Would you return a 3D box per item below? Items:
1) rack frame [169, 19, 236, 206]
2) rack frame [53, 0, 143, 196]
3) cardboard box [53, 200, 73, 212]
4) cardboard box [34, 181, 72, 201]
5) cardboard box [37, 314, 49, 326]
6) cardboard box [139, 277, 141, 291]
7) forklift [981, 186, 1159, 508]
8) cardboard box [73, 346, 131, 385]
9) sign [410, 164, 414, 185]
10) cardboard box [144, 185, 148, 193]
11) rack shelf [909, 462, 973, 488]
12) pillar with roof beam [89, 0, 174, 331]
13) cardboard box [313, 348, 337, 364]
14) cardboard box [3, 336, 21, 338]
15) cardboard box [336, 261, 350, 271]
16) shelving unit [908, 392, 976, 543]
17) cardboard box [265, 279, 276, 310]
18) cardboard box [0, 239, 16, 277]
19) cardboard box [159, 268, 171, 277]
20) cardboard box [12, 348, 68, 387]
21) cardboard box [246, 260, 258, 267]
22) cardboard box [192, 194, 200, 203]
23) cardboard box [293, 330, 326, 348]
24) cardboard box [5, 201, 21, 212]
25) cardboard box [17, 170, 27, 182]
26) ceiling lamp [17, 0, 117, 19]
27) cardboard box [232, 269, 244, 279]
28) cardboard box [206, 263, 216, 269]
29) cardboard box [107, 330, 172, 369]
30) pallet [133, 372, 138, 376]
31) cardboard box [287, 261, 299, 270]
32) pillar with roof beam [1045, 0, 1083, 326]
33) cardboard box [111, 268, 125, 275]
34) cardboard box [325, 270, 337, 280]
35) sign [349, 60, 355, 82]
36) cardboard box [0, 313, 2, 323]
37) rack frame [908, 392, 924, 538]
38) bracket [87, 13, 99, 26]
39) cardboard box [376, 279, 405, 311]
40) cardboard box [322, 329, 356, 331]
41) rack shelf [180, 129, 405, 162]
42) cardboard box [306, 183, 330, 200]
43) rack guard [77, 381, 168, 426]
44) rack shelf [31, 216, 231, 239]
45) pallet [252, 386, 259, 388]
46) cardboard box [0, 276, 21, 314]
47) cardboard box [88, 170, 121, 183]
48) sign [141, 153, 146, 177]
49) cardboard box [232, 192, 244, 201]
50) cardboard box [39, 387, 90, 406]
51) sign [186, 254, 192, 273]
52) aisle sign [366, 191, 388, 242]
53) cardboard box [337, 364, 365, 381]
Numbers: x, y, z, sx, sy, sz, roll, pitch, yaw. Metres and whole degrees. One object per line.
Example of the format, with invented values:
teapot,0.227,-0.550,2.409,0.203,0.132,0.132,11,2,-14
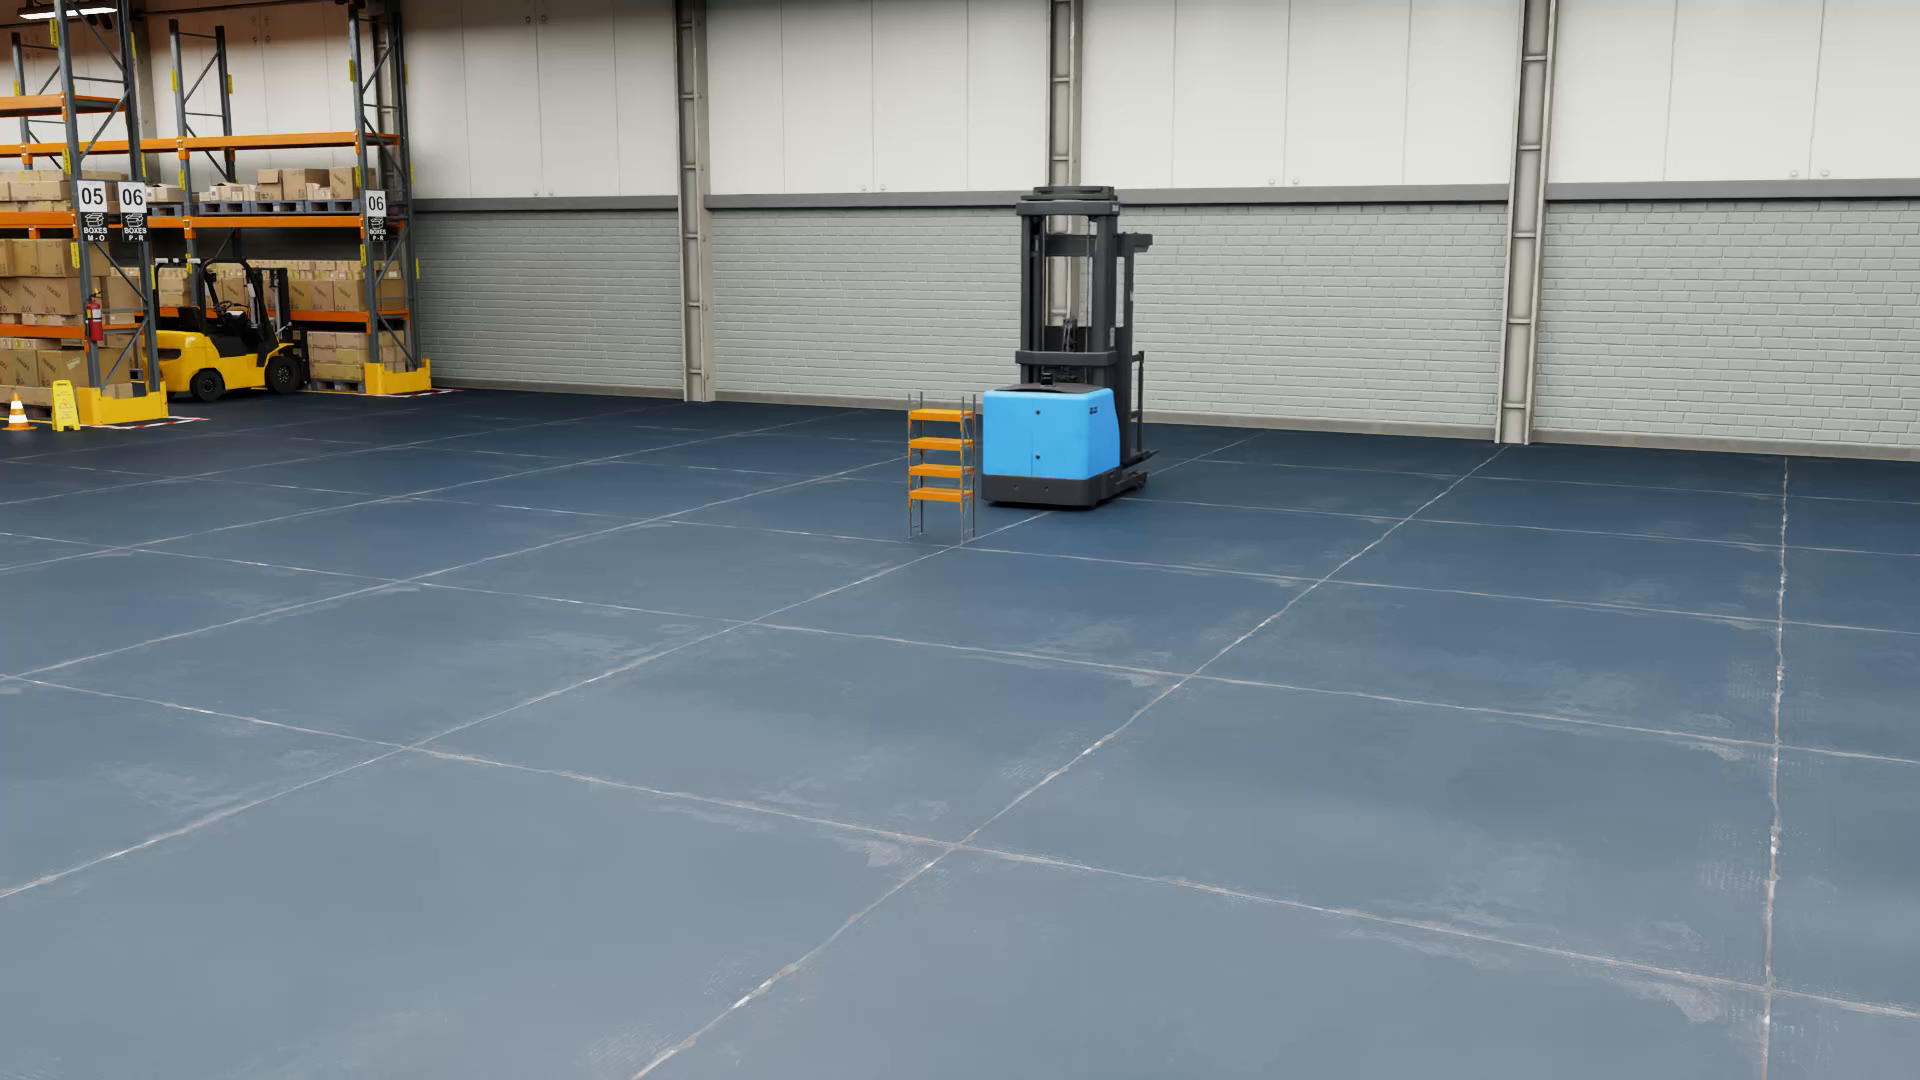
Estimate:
rack frame,-12.737,-7.158,28.015,0.127,3.000,1.000,5,11,26
rack frame,-11.343,-6.050,21.891,0.127,3.000,1.000,5,11,26
cardboard box,-11.787,-4.434,22.089,0.250,0.149,0.380,5,11,26
cardboard box,-11.921,-4.644,22.130,0.500,0.250,0.500,5,11,25
cardboard box,-12.270,-2.996,22.565,0.250,0.149,0.380,5,11,25
cardboard box,-14.211,-4.457,28.951,0.500,0.250,0.500,5,12,27
forklift,1.230,-1.958,16.320,1.130,2.935,3.031,4,11,22
cardboard box,-11.966,-2.430,23.171,0.500,0.500,0.500,5,11,24
sign,-8.899,-5.924,26.943,0.005,0.325,0.100,5,11,26
cardboard box,-14.182,-5.973,28.678,0.500,0.311,0.500,5,11,24
rack shelf,-0.148,-0.537,13.707,0.480,0.148,0.258,5,11,26
pillar with roof beam,-16.661,-6.827,26.185,0.548,9.000,9.100,5,11,26
cardboard box,-10.170,-3.020,27.134,0.500,0.250,0.500,5,11,25
cardboard box,-17.243,-3.538,30.697,0.500,0.500,0.500,5,11,25
cardboard box,-9.799,-4.415,26.764,0.250,0.149,0.380,5,11,26
shelving unit,-0.148,-0.603,13.695,0.503,1.200,0.258,5,11,26
cardboard box,-11.084,-4.058,27.447,0.500,0.500,0.500,5,11,26
cardboard box,-12.851,-3.856,22.689,0.500,0.500,0.700,5,11,25
cardboard box,-13.577,-4.611,28.685,0.250,0.149,0.380,5,11,26
cardboard box,-12.646,-2.383,22.909,0.500,0.500,0.500,6,12,28
cardboard box,-11.645,-4.571,27.626,0.250,0.149,0.380,5,11,25
cardboard box,-13.411,-5.913,28.801,0.250,0.149,0.380,5,11,26
cardboard box,-10.618,-3.301,27.279,0.500,0.250,0.500,5,11,27
cardboard box,-12.690,-4.517,22.550,0.250,0.149,0.380,5,11,25
cardboard box,-12.433,-4.894,22.394,0.250,0.149,0.380,5,11,26
ceiling lamp,-13.586,-9.669,25.495,2.000,3.185,0.800,5,11,26
cardboard box,-11.900,-4.440,27.738,0.250,0.149,0.380,5,12,27
cardboard box,-12.583,-4.649,28.055,0.250,0.149,0.380,5,12,27
cardboard box,-14.578,-3.405,29.611,0.625,0.625,0.875,5,11,23
pallet,-15.603,-3.078,30.146,1.213,0.211,1.003,5,11,26
cardboard box,-10.753,-4.485,27.152,0.250,0.149,0.380,5,12,27
pillar with roof beam,-0.519,-5.409,18.348,0.400,9.000,9.100,5,11,26
cardboard box,-14.573,-4.671,29.012,0.250,0.149,0.380,5,11,24
cardboard box,-10.033,-4.288,26.897,0.250,0.149,0.380,5,12,27
sign,-9.403,-7.256,25.710,0.005,0.325,0.100,5,11,26
cardboard box,-13.135,-3.093,23.105,0.250,0.149,0.380,5,11,26
rack frame,-0.367,-0.623,13.802,0.015,1.200,0.240,5,11,26
bracket,-15.286,-9.262,29.531,0.430,0.232,0.235,5,11,26
cardboard box,-9.471,-4.024,27.259,0.500,0.500,0.500,5,12,28
cardboard box,-10.391,-3.385,27.744,0.500,0.250,0.500,5,11,25
rack shelf,-10.944,-6.450,27.244,4.000,0.370,1.077,5,11,26
cardboard box,-10.255,-5.594,26.709,0.258,0.266,0.396,5,11,26
rack guard,-11.411,-1.874,22.681,0.348,0.500,1.175,5,11,26
rack shelf,-14.531,-5.486,29.217,4.000,0.370,1.077,5,11,26
pallet,-12.043,-2.765,28.414,1.213,0.211,1.003,5,11,26
cardboard box,-12.846,-3.373,22.826,0.500,0.500,0.500,5,11,26
cardboard box,-11.571,-4.903,22.445,0.250,0.149,0.380,5,11,25
sign,-11.103,-5.091,22.560,0.005,0.325,0.100,5,11,26
cardboard box,-11.780,-5.670,27.460,0.250,0.149,0.380,5,12,28
cardboard box,-12.209,-1.974,22.758,0.500,0.250,0.500,5,11,26
sign,-12.969,-4.650,27.970,0.005,0.325,0.100,5,11,26
aisle sign,-9.221,-5.118,26.288,0.004,0.787,0.394,5,11,26
cardboard box,-9.711,-2.731,26.941,0.500,0.250,0.500,5,11,26
